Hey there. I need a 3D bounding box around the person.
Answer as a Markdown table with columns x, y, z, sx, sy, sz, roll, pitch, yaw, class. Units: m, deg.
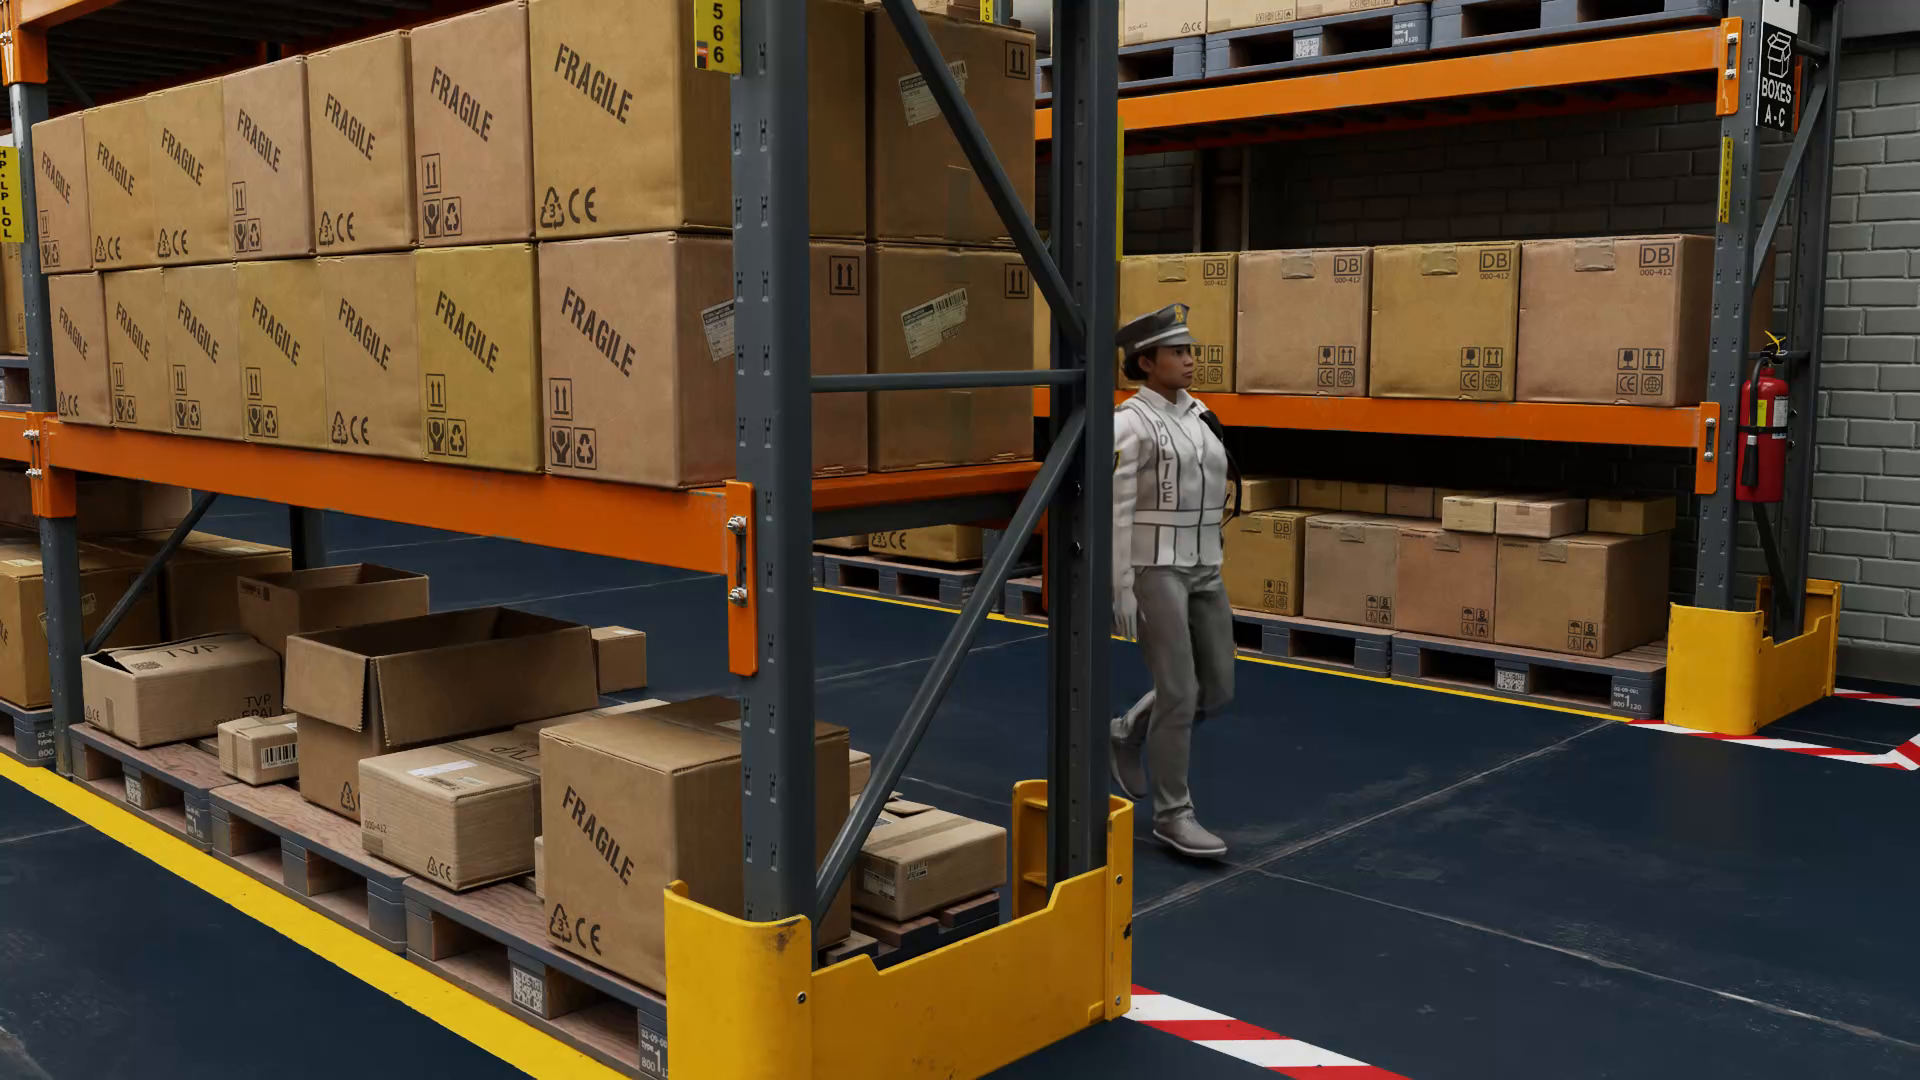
| x | y | z | sx | sy | sz | roll | pitch | yaw | class |
| --- | --- | --- | --- | --- | --- | --- | --- | --- | --- |
| 0.654 | -0.170 | 5.130 | 0.486 | 0.618 | 0.301 | -6 | 9 | -40 | person |
